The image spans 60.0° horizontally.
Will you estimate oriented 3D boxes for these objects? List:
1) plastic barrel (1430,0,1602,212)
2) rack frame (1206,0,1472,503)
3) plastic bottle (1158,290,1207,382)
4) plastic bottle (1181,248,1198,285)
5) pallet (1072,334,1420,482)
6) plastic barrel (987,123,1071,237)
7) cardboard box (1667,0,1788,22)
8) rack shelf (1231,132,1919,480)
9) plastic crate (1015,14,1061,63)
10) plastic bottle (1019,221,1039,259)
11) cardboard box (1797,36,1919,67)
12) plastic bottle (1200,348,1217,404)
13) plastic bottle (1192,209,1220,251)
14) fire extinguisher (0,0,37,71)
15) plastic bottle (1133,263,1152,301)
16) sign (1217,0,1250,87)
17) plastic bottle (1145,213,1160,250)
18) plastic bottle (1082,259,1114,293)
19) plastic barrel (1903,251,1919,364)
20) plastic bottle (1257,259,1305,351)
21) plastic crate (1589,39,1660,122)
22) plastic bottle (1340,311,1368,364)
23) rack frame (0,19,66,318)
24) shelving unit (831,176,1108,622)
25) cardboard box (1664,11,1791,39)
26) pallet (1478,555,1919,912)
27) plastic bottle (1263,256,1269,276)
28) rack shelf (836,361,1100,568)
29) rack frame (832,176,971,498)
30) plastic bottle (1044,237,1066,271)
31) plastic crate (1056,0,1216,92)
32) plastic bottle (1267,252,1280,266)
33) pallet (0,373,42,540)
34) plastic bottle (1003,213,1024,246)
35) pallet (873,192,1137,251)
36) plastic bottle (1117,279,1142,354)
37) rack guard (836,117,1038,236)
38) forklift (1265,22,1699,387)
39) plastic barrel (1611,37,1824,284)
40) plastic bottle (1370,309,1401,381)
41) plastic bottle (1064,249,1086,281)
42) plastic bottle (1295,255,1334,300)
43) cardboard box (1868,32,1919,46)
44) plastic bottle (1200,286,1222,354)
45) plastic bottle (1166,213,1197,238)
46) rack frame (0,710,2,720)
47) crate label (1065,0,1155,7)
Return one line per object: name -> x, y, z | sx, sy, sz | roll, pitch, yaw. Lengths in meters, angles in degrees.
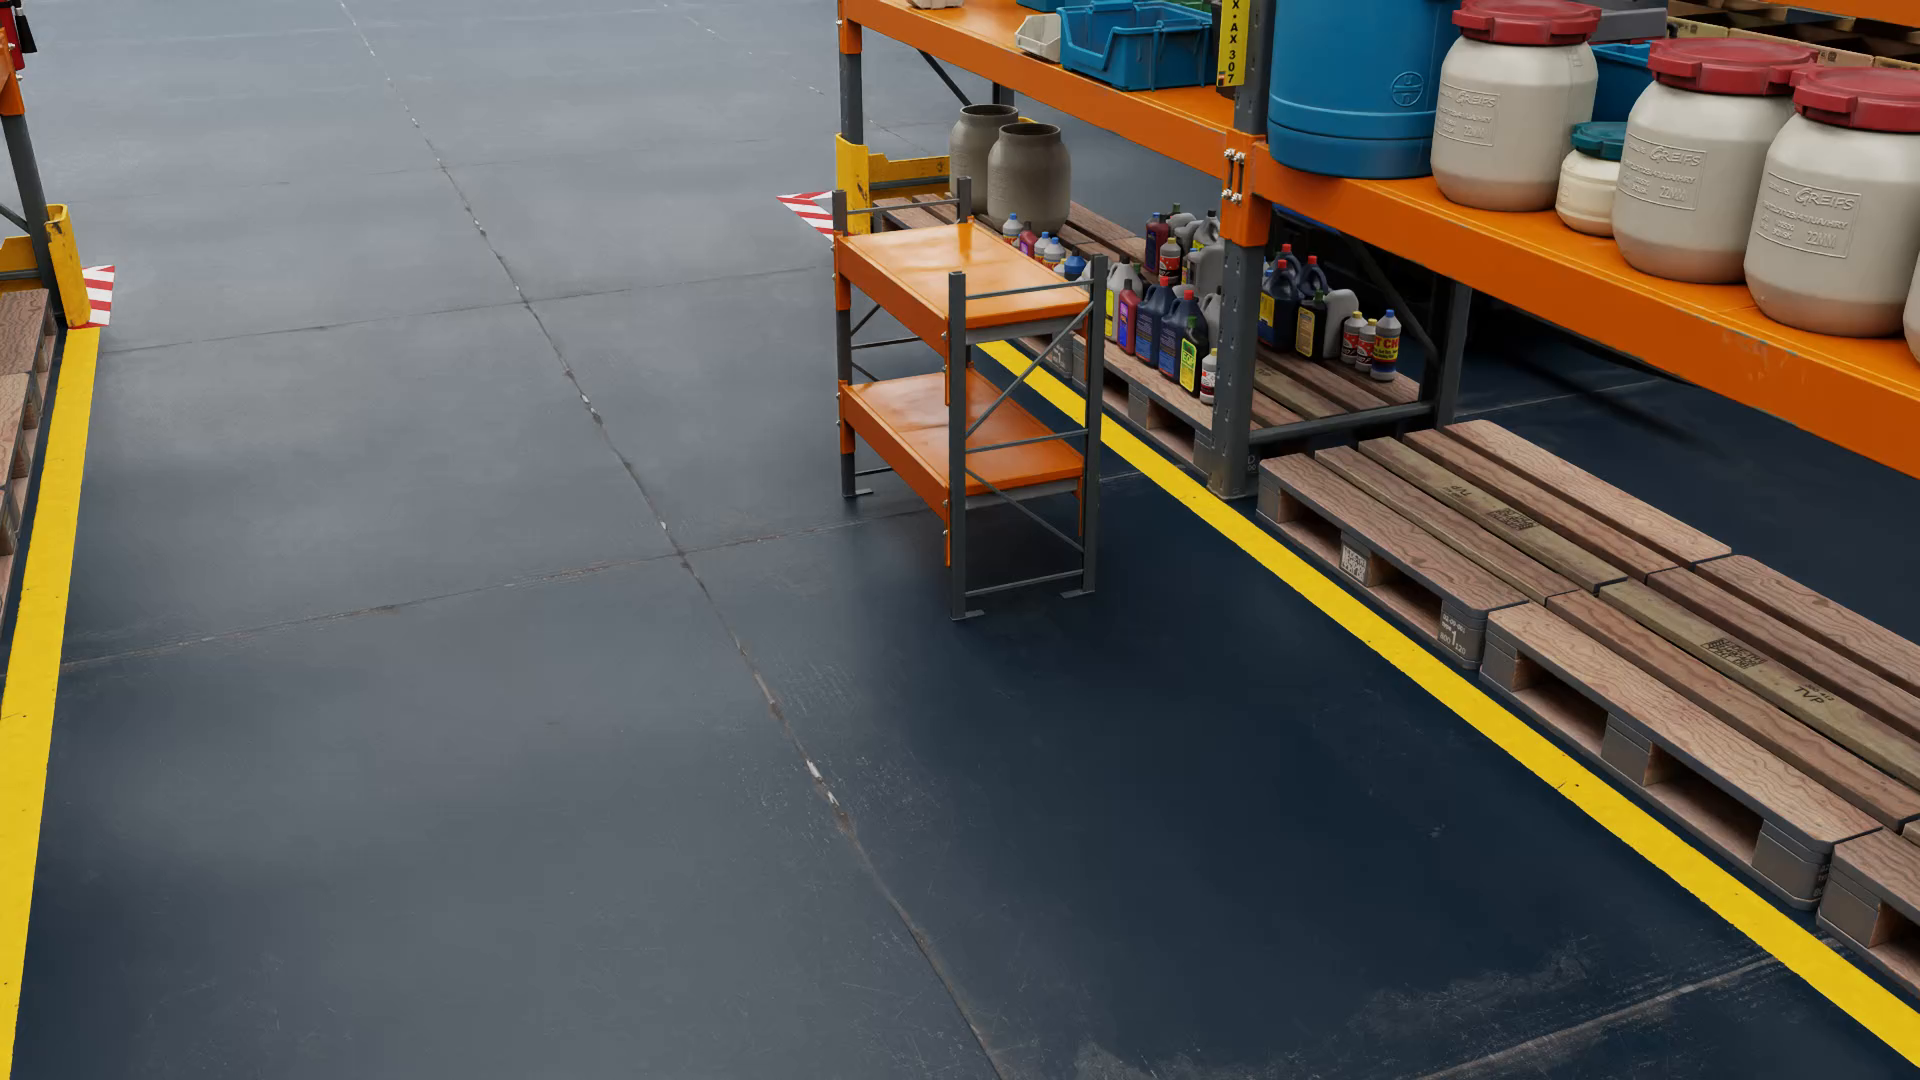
plastic barrel -> 1.565, -1.230, 4.696 | 0.433, 0.535, 0.433 | 0, 26, 0
rack frame -> 1.392, -1.593, 5.594 | 1.000, 3.000, 0.127 | -11, 28, -21
plastic bottle -> 0.874, -0.811, 6.509 | 0.144, 0.351, 0.185 | -11, 28, -22
plastic bottle -> 1.050, -1.215, 7.507 | 0.097, 0.201, 0.097 | 0, 26, 0
pallet -> 1.167, -0.618, 6.775 | 1.003, 0.211, 1.213 | -11, 28, -21
plastic barrel -> 0.350, -1.824, 8.423 | 0.421, 0.512, 0.421 | 0, 26, 0
cardboard box -> 4.868, -3.182, 10.649 | 0.500, 0.500, 0.500 | -11, 28, -21
rack shelf -> 2.175, -0.462, 4.098 | 1.077, 0.370, 4.000 | -11, 28, -21
plastic crate -> 0.523, -2.086, 6.905 | 0.530, 0.136, 0.437 | -11, 28, -21
plastic bottle -> 0.320, -1.305, 7.598 | 0.061, 0.283, 0.133 | -10, 28, -20
cardboard box -> 4.975, -2.487, 9.225 | 0.500, 0.500, 0.500 | -11, 28, -21
plastic bottle -> 0.963, -0.626, 6.301 | 0.097, 0.201, 0.097 | 0, 26, 0
plastic bottle -> 1.144, -1.320, 7.553 | 0.144, 0.351, 0.185 | -9, 28, -18
fire extinguisher -> -4.353, -2.447, 7.432 | 0.296, 0.674, 0.183 | -11, 28, -21
plastic bottle -> 0.757, -1.016, 7.007 | 0.061, 0.283, 0.133 | -11, 28, -21
sign -> 0.881, -1.627, 5.348 | 0.100, 0.325, 0.005 | -11, 28, -21
plastic bottle -> 0.948, -1.482, 8.054 | 0.097, 0.201, 0.097 | 0, 26, 0
plastic bottle -> 0.613, -1.051, 7.087 | 0.152, 0.276, 0.135 | -10, 28, -20
plastic barrel -> 2.194, -0.577, 3.385 | 0.421, 0.512, 0.421 | 0, 26, 0
plastic bottle -> 1.325, -0.973, 6.841 | 0.144, 0.351, 0.185 | -11, 28, -21
plastic crate -> 2.110, -1.194, 4.795 | 0.392, 0.384, 0.575 | -11, 28, -21
plastic bottle -> 1.591, -0.819, 6.697 | 0.097, 0.201, 0.097 | 0, 26, 0
rack frame -> -4.732, -2.357, 7.158 | 1.000, 3.000, 0.127 | -11, 28, -21
shelving unit -> 0.003, -0.503, 5.498 | 0.538, 1.125, 1.048 | -11, 28, -21
cardboard box -> 4.587, -2.891, 10.053 | 0.500, 0.500, 0.500 | -11, 28, -21
pallet -> 2.217, 0.464, 4.560 | 1.003, 0.211, 1.213 | -11, 28, -21
plastic bottle -> 1.292, -1.091, 7.174 | 0.097, 0.271, 0.097 | 0, 26, 0
rack shelf -> 0.003, -0.283, 5.605 | 0.538, 0.278, 1.000 | -11, 28, -21
rack frame -> -0.196, -0.708, 5.918 | 0.500, 1.125, 0.032 | -11, 28, -21
plastic bottle -> 0.422, -1.215, 7.428 | 0.097, 0.271, 0.097 | 0, 26, 0
plastic crate -> 0.709, -1.926, 6.446 | 0.499, 0.251, 0.616 | -11, 28, -21
plastic bottle -> 1.357, -1.117, 7.214 | 0.061, 0.283, 0.133 | -9, 28, -18
pallet -> -3.943, -0.247, 6.016 | 1.003, 0.211, 1.213 | -11, 28, -21
plastic bottle -> 0.249, -1.394, 7.794 | 0.097, 0.271, 0.097 | 0, 26, 0
pallet -> 0.212, -1.603, 8.793 | 1.003, 0.211, 1.213 | -11, 28, -21
plastic bottle -> 0.697, -0.917, 6.803 | 0.061, 0.283, 0.133 | -9, 27, -17
rack guard -> -0.102, -2.062, 9.403 | 1.175, 0.500, 0.348 | -11, 28, -21
forklift -> 2.543, -2.384, 7.292 | 1.130, 2.935, 3.031 | -11, 28, -22
plastic barrel -> 1.852, -0.934, 4.089 | 0.433, 0.535, 0.433 | 0, 26, 0
plastic bottle -> 1.670, -0.769, 6.513 | 0.097, 0.271, 0.097 | 0, 26, 0
plastic bottle -> 0.501, -1.133, 7.261 | 0.097, 0.271, 0.097 | 0, 26, 0
plastic bottle -> 1.457, -0.997, 6.892 | 0.144, 0.351, 0.185 | -10, 28, -19
cardboard box -> 5.468, -2.579, 9.413 | 0.500, 0.500, 0.500 | -11, 28, -21
plastic bottle -> 1.007, -0.835, 6.560 | 0.144, 0.351, 0.185 | -11, 28, -21
plastic bottle -> 1.021, -1.409, 7.820 | 0.152, 0.276, 0.135 | -10, 28, -20
rack frame -> -3.166, -0.742, 3.851 | 1.000, 3.000, 0.127 | -11, 28, -21
crate label -> 0.795, -2.527, 7.467 | 0.502, 0.435, 0.616 | -11, 28, -21
